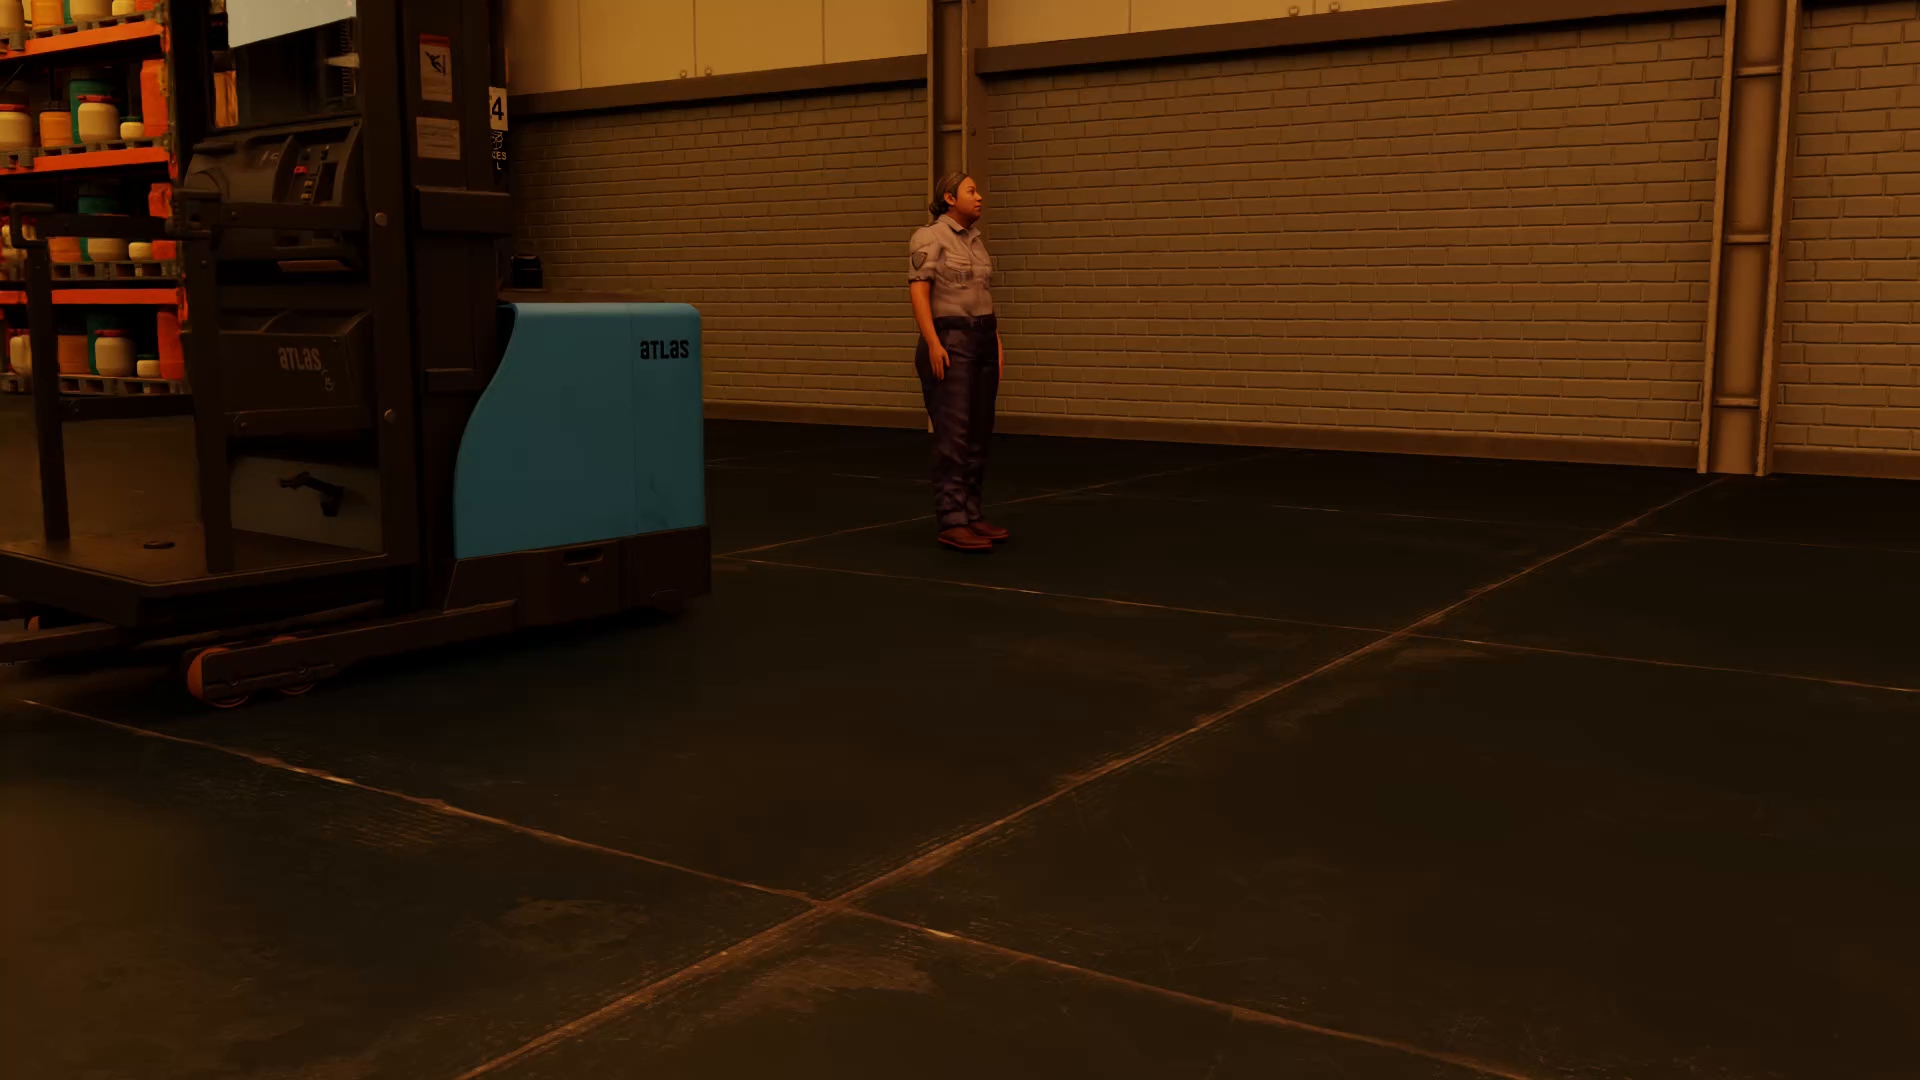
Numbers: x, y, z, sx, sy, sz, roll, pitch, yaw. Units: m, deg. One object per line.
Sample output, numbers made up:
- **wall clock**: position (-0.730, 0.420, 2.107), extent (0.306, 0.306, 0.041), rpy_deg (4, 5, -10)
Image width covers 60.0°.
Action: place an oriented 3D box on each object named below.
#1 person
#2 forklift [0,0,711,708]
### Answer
- **person**: position (0.061, -0.810, 7.419), extent (0.503, 1.643, 0.598), rpy_deg (5, 10, 34)
- **forklift**: position (-2.187, -1.080, 4.785), extent (1.130, 2.935, 3.031), rpy_deg (7, 10, 39)
